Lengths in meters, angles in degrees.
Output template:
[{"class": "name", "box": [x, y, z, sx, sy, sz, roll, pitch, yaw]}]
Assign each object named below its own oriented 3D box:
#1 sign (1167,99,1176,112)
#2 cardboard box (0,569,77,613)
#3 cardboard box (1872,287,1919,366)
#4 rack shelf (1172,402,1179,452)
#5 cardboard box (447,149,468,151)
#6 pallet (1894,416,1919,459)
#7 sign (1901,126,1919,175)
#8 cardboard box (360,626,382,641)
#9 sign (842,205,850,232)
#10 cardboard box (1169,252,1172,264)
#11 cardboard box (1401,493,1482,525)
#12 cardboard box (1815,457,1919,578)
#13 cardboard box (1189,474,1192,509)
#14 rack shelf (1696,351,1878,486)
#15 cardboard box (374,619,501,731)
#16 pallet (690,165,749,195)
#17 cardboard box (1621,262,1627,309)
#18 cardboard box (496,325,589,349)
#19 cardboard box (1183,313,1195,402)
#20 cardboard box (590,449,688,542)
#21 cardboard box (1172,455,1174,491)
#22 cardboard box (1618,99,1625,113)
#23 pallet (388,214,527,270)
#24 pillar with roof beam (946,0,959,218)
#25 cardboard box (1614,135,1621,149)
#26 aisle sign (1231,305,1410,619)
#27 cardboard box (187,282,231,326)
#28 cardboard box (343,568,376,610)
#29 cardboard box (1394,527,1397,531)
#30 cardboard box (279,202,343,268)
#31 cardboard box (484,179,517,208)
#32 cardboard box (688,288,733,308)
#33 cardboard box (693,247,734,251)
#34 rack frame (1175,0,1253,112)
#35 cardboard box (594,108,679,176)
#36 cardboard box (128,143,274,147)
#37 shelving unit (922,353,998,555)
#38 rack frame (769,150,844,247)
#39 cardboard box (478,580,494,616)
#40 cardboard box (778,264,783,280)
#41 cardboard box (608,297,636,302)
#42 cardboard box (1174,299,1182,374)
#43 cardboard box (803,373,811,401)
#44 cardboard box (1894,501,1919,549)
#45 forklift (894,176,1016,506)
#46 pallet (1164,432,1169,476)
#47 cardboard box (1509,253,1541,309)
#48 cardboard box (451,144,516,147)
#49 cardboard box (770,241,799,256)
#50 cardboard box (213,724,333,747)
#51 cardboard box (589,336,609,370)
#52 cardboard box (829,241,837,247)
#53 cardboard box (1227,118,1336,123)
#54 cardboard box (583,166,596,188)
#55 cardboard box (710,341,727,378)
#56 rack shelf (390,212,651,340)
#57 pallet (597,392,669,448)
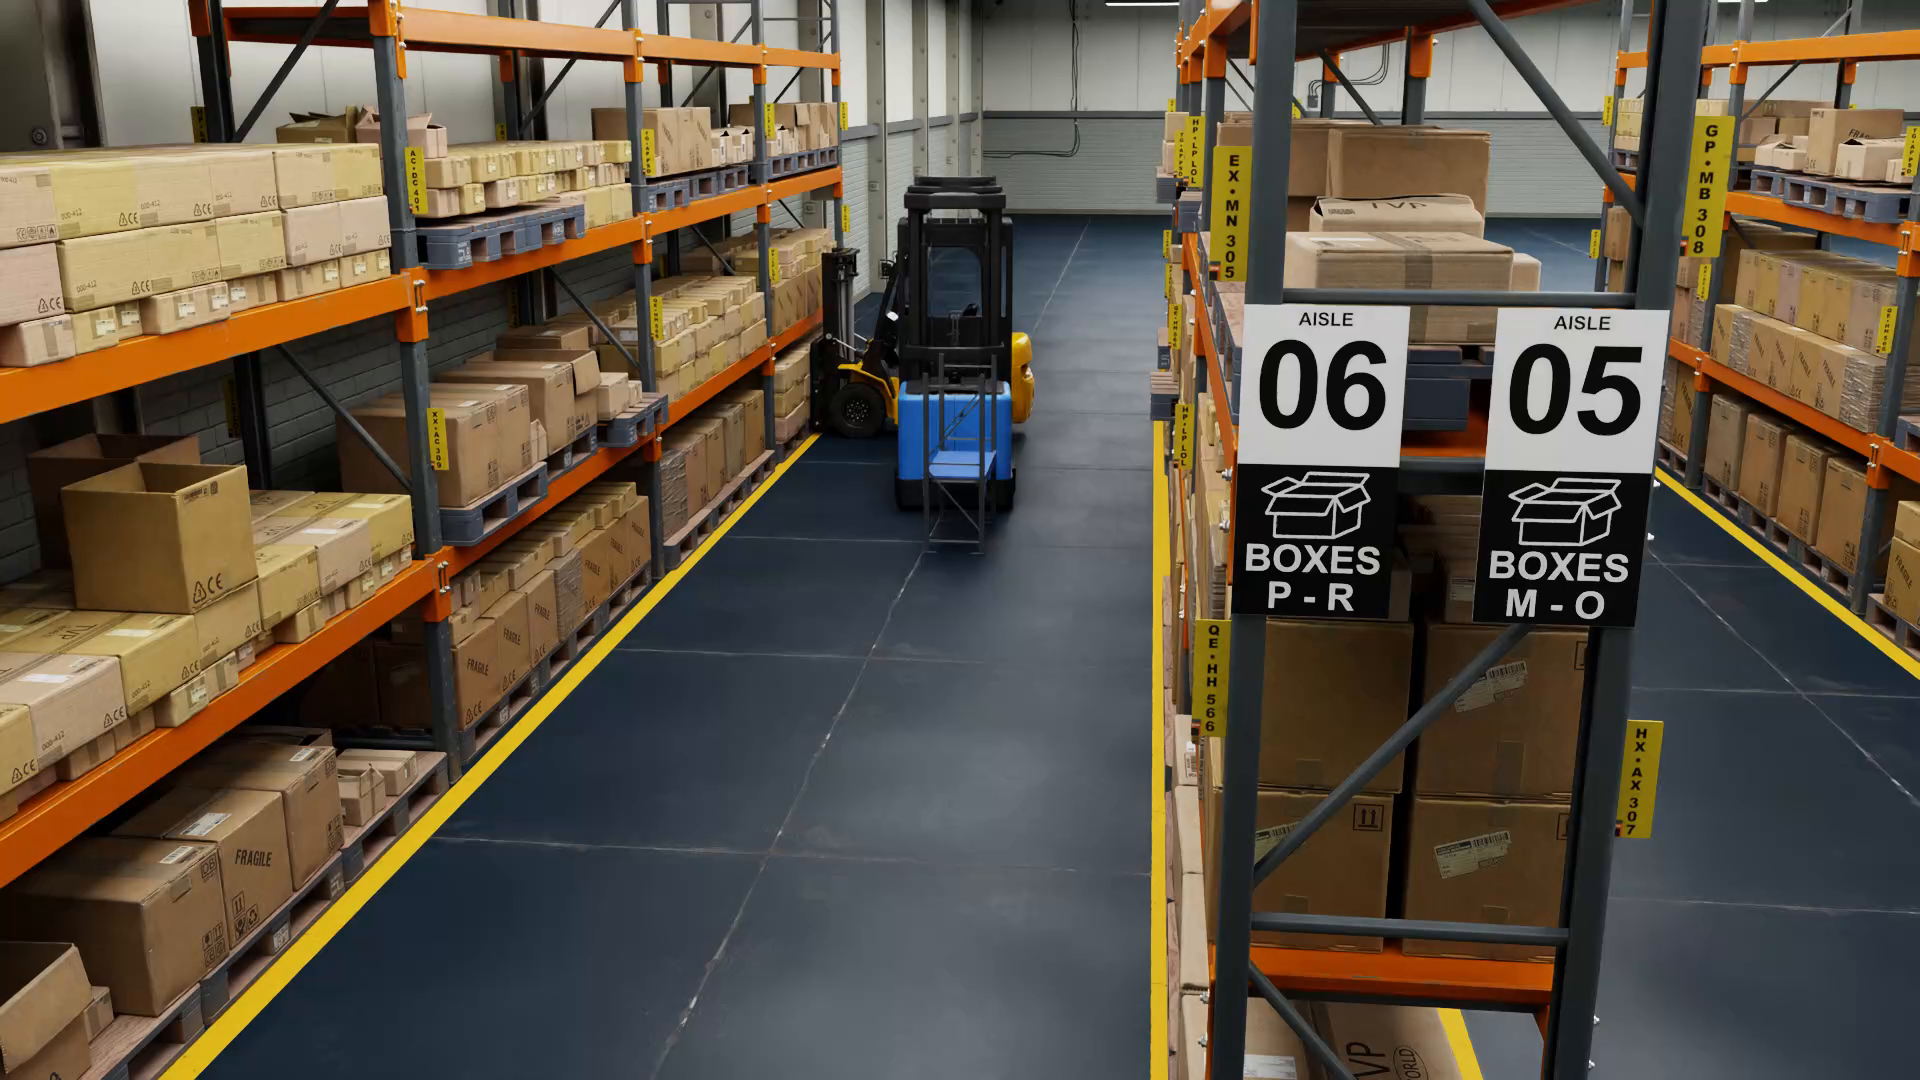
[{"class": "sign", "box": [2.469, -4.976, 19.398, 0.100, 0.325, 0.005, 2, 15, 6]}, {"class": "cardboard box", "box": [-3.762, 0.318, 6.956, 0.500, 0.250, 0.500, 2, 15, 6]}, {"class": "cardboard box", "box": [7.096, -1.543, 12.015, 0.700, 0.500, 0.500, 2, 15, 6]}, {"class": "rack shelf", "box": [2.331, -1.187, 14.184, 1.077, 0.370, 4.000, 2, 15, 6]}, {"class": "cardboard box", "box": [-3.163, -2.260, 9.941, 0.380, 0.149, 0.250, 2, 15, 7]}, {"class": "pallet", "box": [7.061, -0.615, 11.059, 1.213, 0.211, 1.003, 2, 15, 6]}, {"class": "sign", "box": [6.485, -2.650, 11.328, 0.100, 0.325, 0.005, 2, 15, 6]}, {"class": "cardboard box", "box": [-3.523, 0.463, 9.443, 0.380, 0.149, 0.250, 1, 15, 4]}, {"class": "sign", "box": [-1.386, -3.889, 20.127, 0.100, 0.325, 0.005, 2, 15, 6]}, {"class": "cardboard box", "box": [2.568, -2.901, 18.383, 0.500, 0.500, 0.500, 1, 15, 5]}, {"class": "cardboard box", "box": [1.632, -0.072, 5.331, 0.380, 0.149, 0.250, 1, 15, 4]}, {"class": "cardboard box", "box": [7.194, -0.168, 12.542, 1.050, 0.750, 0.750, 1, 15, 5]}, {"class": "cardboard box", "box": [1.463, -0.269, 8.738, 0.500, 0.250, 0.500, 2, 15, 6]}, {"class": "rack shelf", "box": [7.261, -1.067, 13.741, 1.077, 0.370, 4.000, 2, 15, 6]}, {"class": "cardboard box", "box": [-3.000, 0.762, 9.583, 0.500, 0.500, 0.500, 2, 15, 9]}, {"class": "pallet", "box": [-2.462, -3.325, 15.331, 0.805, 0.209, 1.217, 1, 15, 4]}, {"class": "cardboard box", "box": [7.901, -2.802, 18.492, 0.875, 0.550, 0.550, 2, 15, 6]}, {"class": "cardboard box", "box": [-3.040, -1.283, 12.164, 0.500, 0.500, 0.500, 2, 15, 9]}, {"class": "cardboard box", "box": [1.687, -1.163, 10.610, 0.500, 0.500, 0.500, 2, 15, 8]}, {"class": "cardboard box", "box": [-2.743, -0.379, 13.560, 0.875, 0.625, 0.625, 2, 15, 8]}, {"class": "cardboard box", "box": [2.423, -0.665, 15.103, 0.950, 0.372, 0.625, 3, 15, 10]}, {"class": "cardboard box", "box": [7.584, -4.856, 18.586, 0.380, 0.149, 0.250, 2, 15, 7]}, {"class": "pallet", "box": [-3.135, -1.648, 9.123, 1.213, 0.211, 1.003, 2, 15, 6]}, {"class": "pillar with roof beam", "box": [4.088, -12.075, 41.580, 9.100, 9.000, 0.400, 2, 15, 6]}, {"class": "cardboard box", "box": [7.581, -4.469, 18.682, 0.380, 0.149, 0.250, 2, 15, 7]}, {"class": "aisle sign", "box": [0.887, -0.186, 4.123, 0.394, 0.787, 0.004, 2, 15, 6]}, {"class": "cardboard box", "box": [-3.169, -0.948, 6.656, 0.380, 0.149, 0.250, 2, 15, 7]}, {"class": "cardboard box", "box": [-3.076, 0.224, 8.067, 0.380, 0.149, 0.250, 2, 15, 8]}, {"class": "cardboard box", "box": [1.642, 0.144, 5.775, 0.500, 0.500, 0.500, 2, 15, 6]}, {"class": "cardboard box", "box": [-3.132, -1.375, 7.471, 0.500, 0.250, 0.500, 1, 15, 4]}, {"class": "cardboard box", "box": [-2.741, -1.965, 9.420, 0.380, 0.149, 0.250, 2, 15, 7]}, {"class": "cardboard box", "box": [-2.274, -2.197, 15.106, 0.380, 0.149, 0.250, 1, 15, 5]}, {"class": "cardboard box", "box": [-2.587, -2.995, 17.486, 0.380, 0.149, 0.250, 1, 15, 5]}, {"class": "rack frame", "box": [3.009, -5.986, 19.062, 1.000, 3.000, 0.127, 2, 15, 6]}, {"class": "cardboard box", "box": [-2.503, -3.089, 12.904, 0.500, 0.500, 0.500, 2, 15, 7]}, {"class": "cardboard box", "box": [-3.616, -1.764, 7.952, 0.500, 0.250, 0.500, 2, 15, 6]}, {"class": "shelving unit", "box": [0.010, -0.746, 14.048, 0.538, 1.500, 1.048, 2, 15, 6]}, {"class": "rack frame", "box": [-1.924, -3.236, 20.382, 1.000, 3.000, 0.127, 2, 15, 6]}, {"class": "cardboard box", "box": [-3.001, 0.341, 9.895, 0.380, 0.149, 0.250, 1, 15, 3]}, {"class": "cardboard box", "box": [-2.049, -2.770, 17.226, 0.380, 0.149, 0.250, 2, 15, 6]}, {"class": "cardboard box", "box": [-2.837, -2.011, 14.420, 0.380, 0.149, 0.250, 2, 15, 8]}, {"class": "cardboard box", "box": [1.881, -1.536, 12.531, 0.500, 0.500, 0.500, 1, 15, 5]}, {"class": "cardboard box", "box": [-1.891, -1.692, 18.179, 0.500, 0.250, 0.500, 2, 15, 6]}, {"class": "cardboard box", "box": [6.717, -0.082, 11.268, 0.500, 0.250, 0.500, 1, 15, 4]}, {"class": "forklift", "box": [-0.046, -2.051, 16.131, 1.130, 2.935, 3.031, 0, 15, 0]}, {"class": "pallet", "box": [2.598, -0.882, 17.020, 1.003, 0.211, 1.213, 2, 15, 6]}, {"class": "cardboard box", "box": [1.554, -0.794, 5.090, 0.380, 0.149, 0.250, 2, 15, 8]}, {"class": "cardboard box", "box": [-3.209, -2.585, 11.183, 0.380, 0.149, 0.250, 2, 15, 8]}, {"class": "cardboard box", "box": [-1.967, -3.179, 18.167, 0.380, 0.149, 0.250, 2, 15, 6]}, {"class": "cardboard box", "box": [-3.587, 1.136, 8.560, 0.500, 0.311, 0.500, 2, 15, 8]}, {"class": "cardboard box", "box": [-3.052, -1.454, 13.124, 0.500, 0.250, 0.500, 2, 15, 8]}, {"class": "cardboard box", "box": [-1.685, -3.499, 19.921, 0.380, 0.149, 0.250, 2, 15, 7]}, {"class": "cardboard box", "box": [2.213, -2.614, 11.333, 0.797, 0.503, 0.637, 1, 15, 3]}, {"class": "cardboard box", "box": [-2.731, -2.496, 11.422, 0.380, 0.149, 0.250, 2, 15, 8]}, {"class": "cardboard box", "box": [-2.361, -1.595, 14.601, 0.500, 0.250, 0.500, 2, 15, 8]}, {"class": "rack shelf", "box": [-3.052, -1.743, 10.493, 1.077, 0.370, 4.000, 2, 15, 6]}, {"class": "pallet", "box": [-2.833, -0.890, 12.076, 1.213, 0.211, 1.003, 2, 15, 6]}]
